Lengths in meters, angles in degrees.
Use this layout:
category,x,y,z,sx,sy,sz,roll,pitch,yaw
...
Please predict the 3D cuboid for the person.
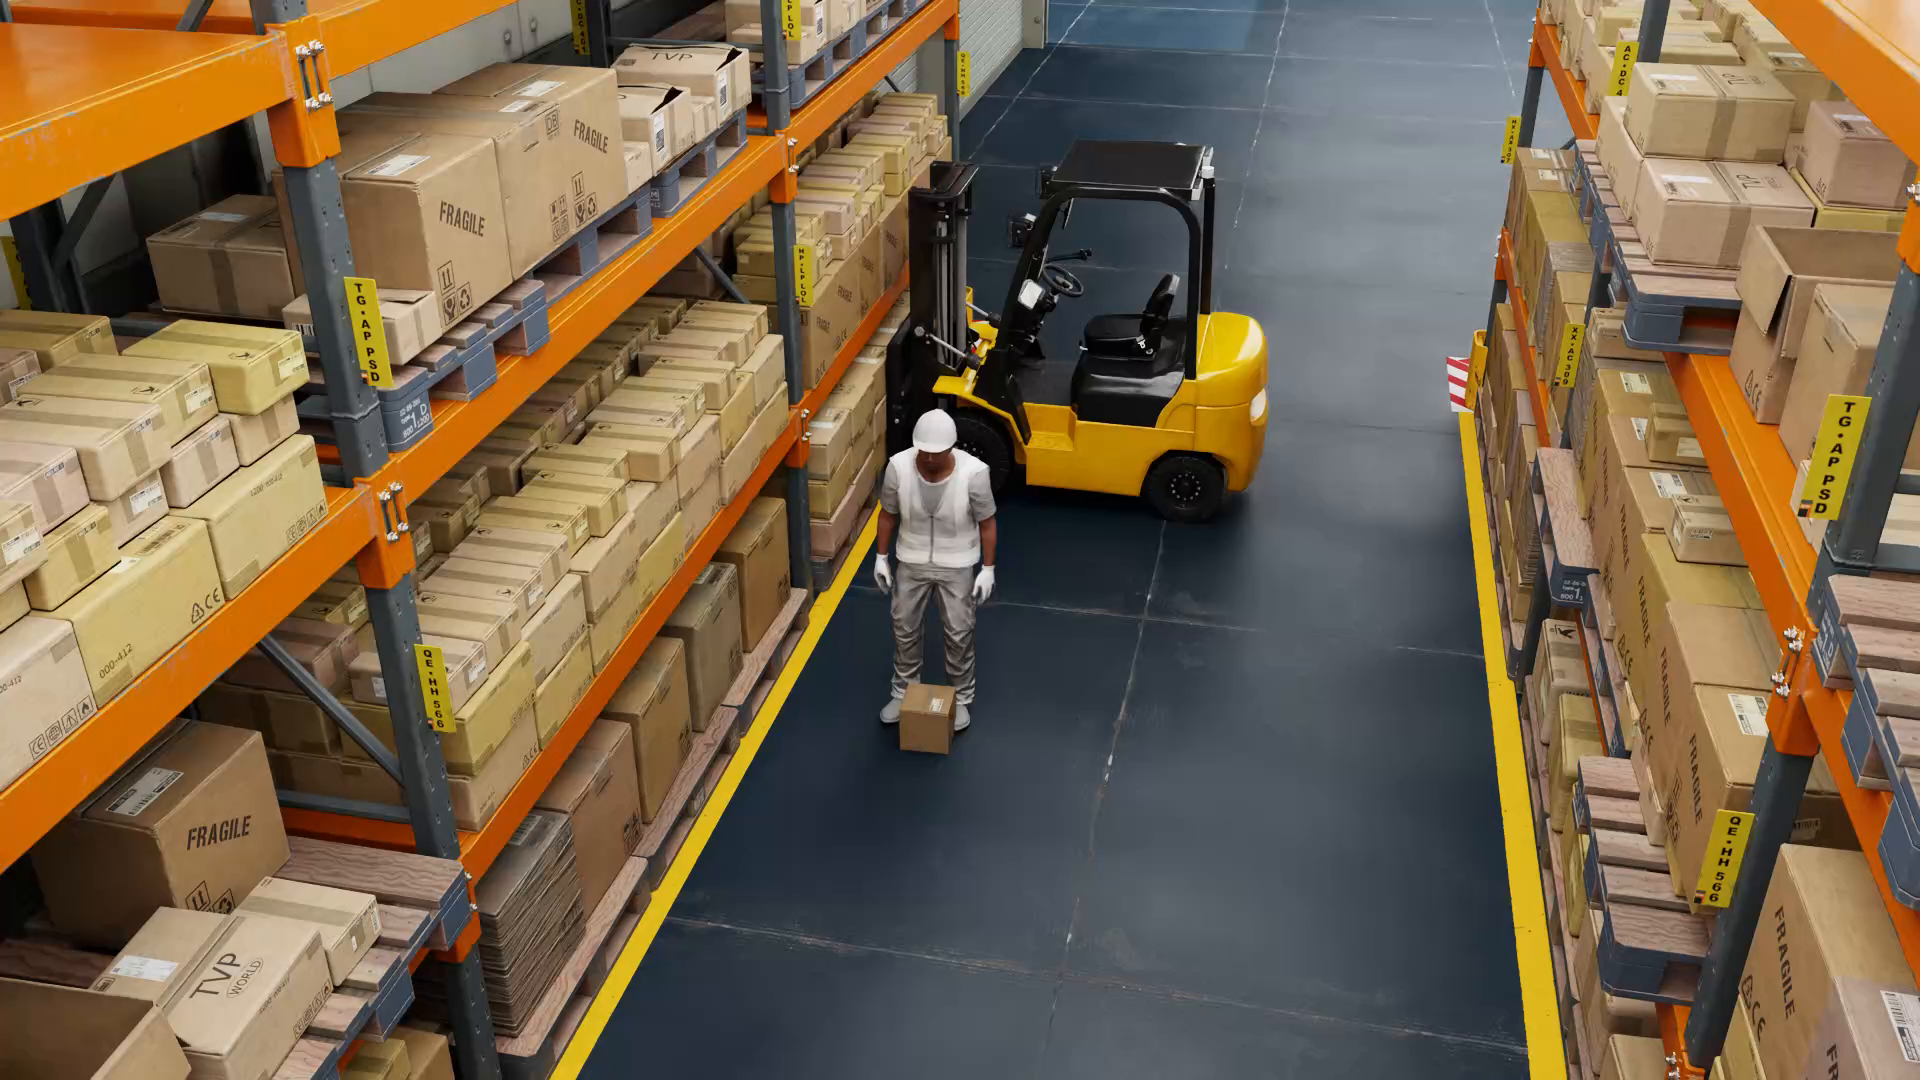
category,x,y,z,sx,sy,sz,roll,pitch,yaw
person,-0.127,0.139,8.357,0.620,1.774,0.453,6,29,10
